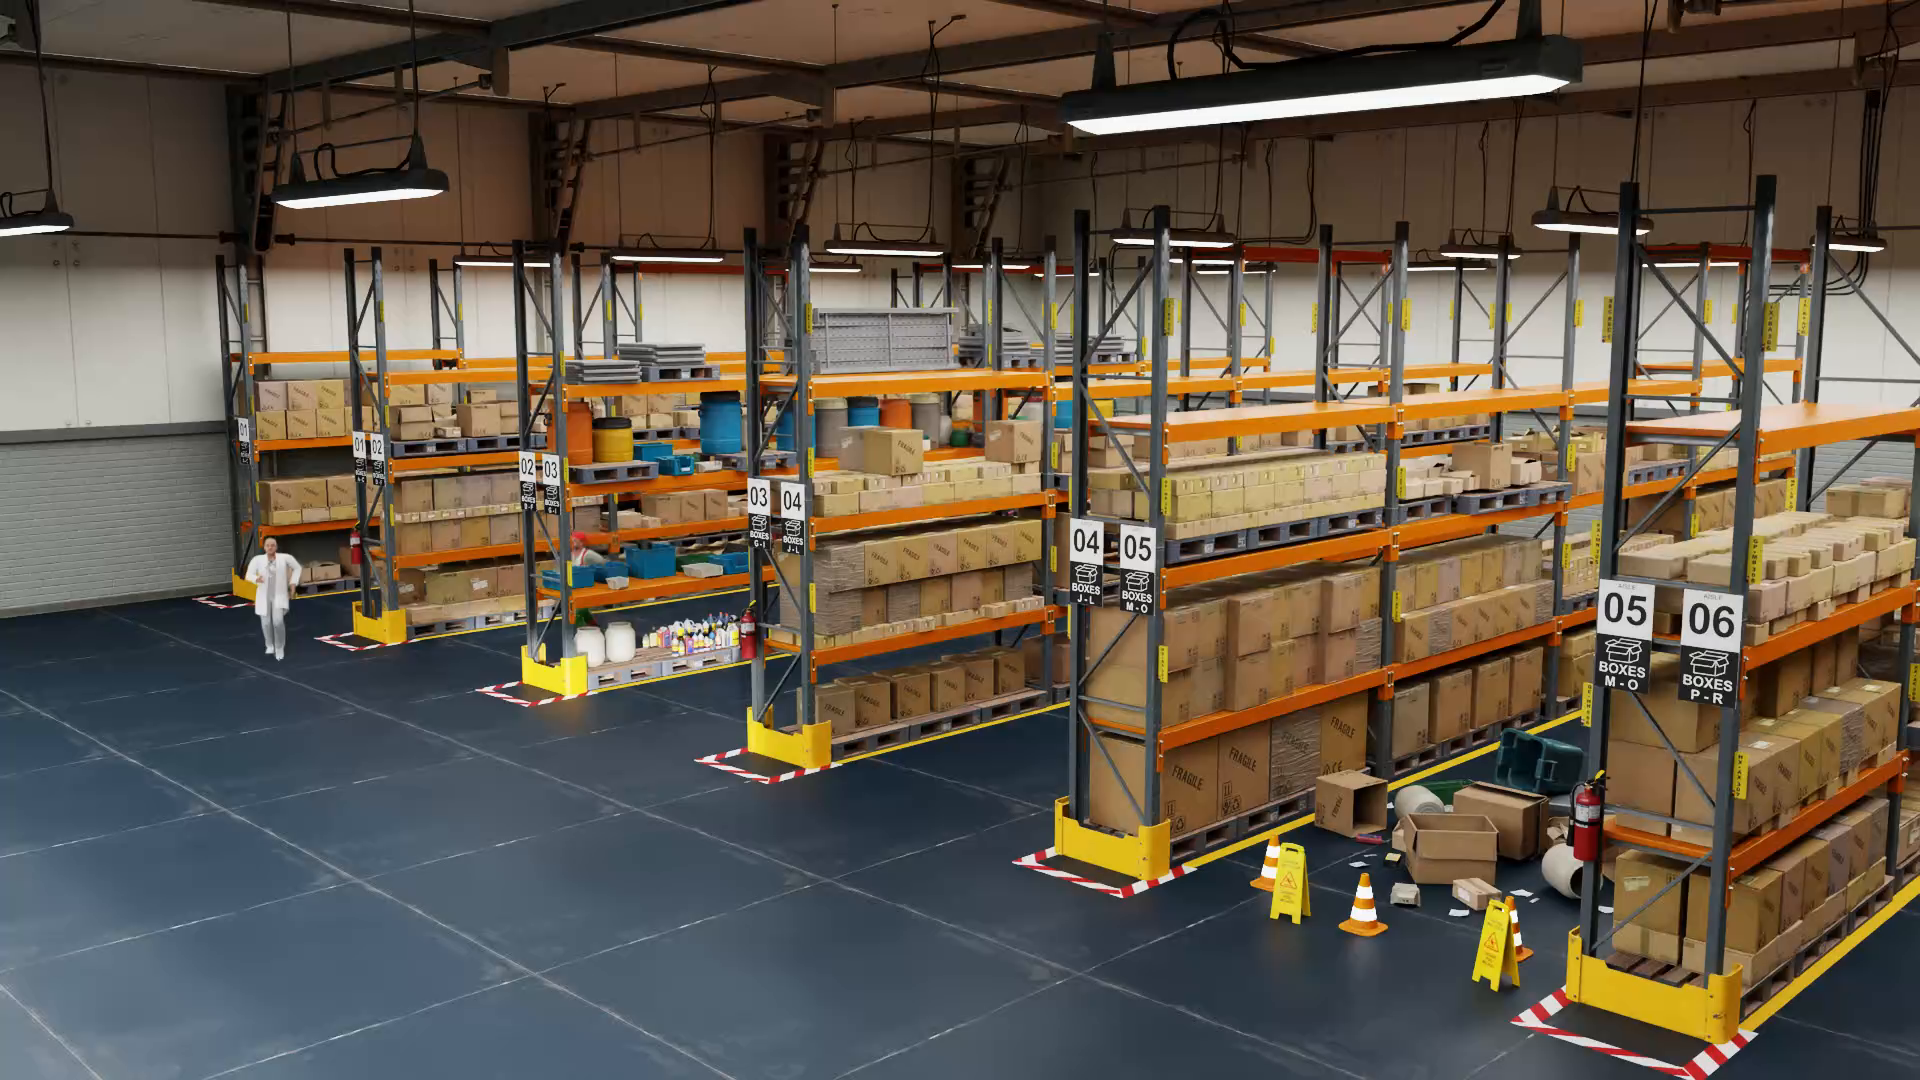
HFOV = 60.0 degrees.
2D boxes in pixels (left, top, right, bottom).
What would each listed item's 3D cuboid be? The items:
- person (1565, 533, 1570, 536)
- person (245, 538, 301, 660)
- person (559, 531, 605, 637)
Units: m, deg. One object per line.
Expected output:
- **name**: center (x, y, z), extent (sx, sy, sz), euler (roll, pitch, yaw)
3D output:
- **person**: center (9.397, 0.721, 25.694), extent (0.623, 1.689, 0.719), euler (8, 11, 44)
- **person**: center (-10.030, 0.871, 24.297), extent (0.723, 1.815, 0.778), euler (-2, 8, -13)
- **person**: center (-5.617, 0.773, 24.807), extent (0.683, 1.844, 0.817), euler (6, 10, 38)
